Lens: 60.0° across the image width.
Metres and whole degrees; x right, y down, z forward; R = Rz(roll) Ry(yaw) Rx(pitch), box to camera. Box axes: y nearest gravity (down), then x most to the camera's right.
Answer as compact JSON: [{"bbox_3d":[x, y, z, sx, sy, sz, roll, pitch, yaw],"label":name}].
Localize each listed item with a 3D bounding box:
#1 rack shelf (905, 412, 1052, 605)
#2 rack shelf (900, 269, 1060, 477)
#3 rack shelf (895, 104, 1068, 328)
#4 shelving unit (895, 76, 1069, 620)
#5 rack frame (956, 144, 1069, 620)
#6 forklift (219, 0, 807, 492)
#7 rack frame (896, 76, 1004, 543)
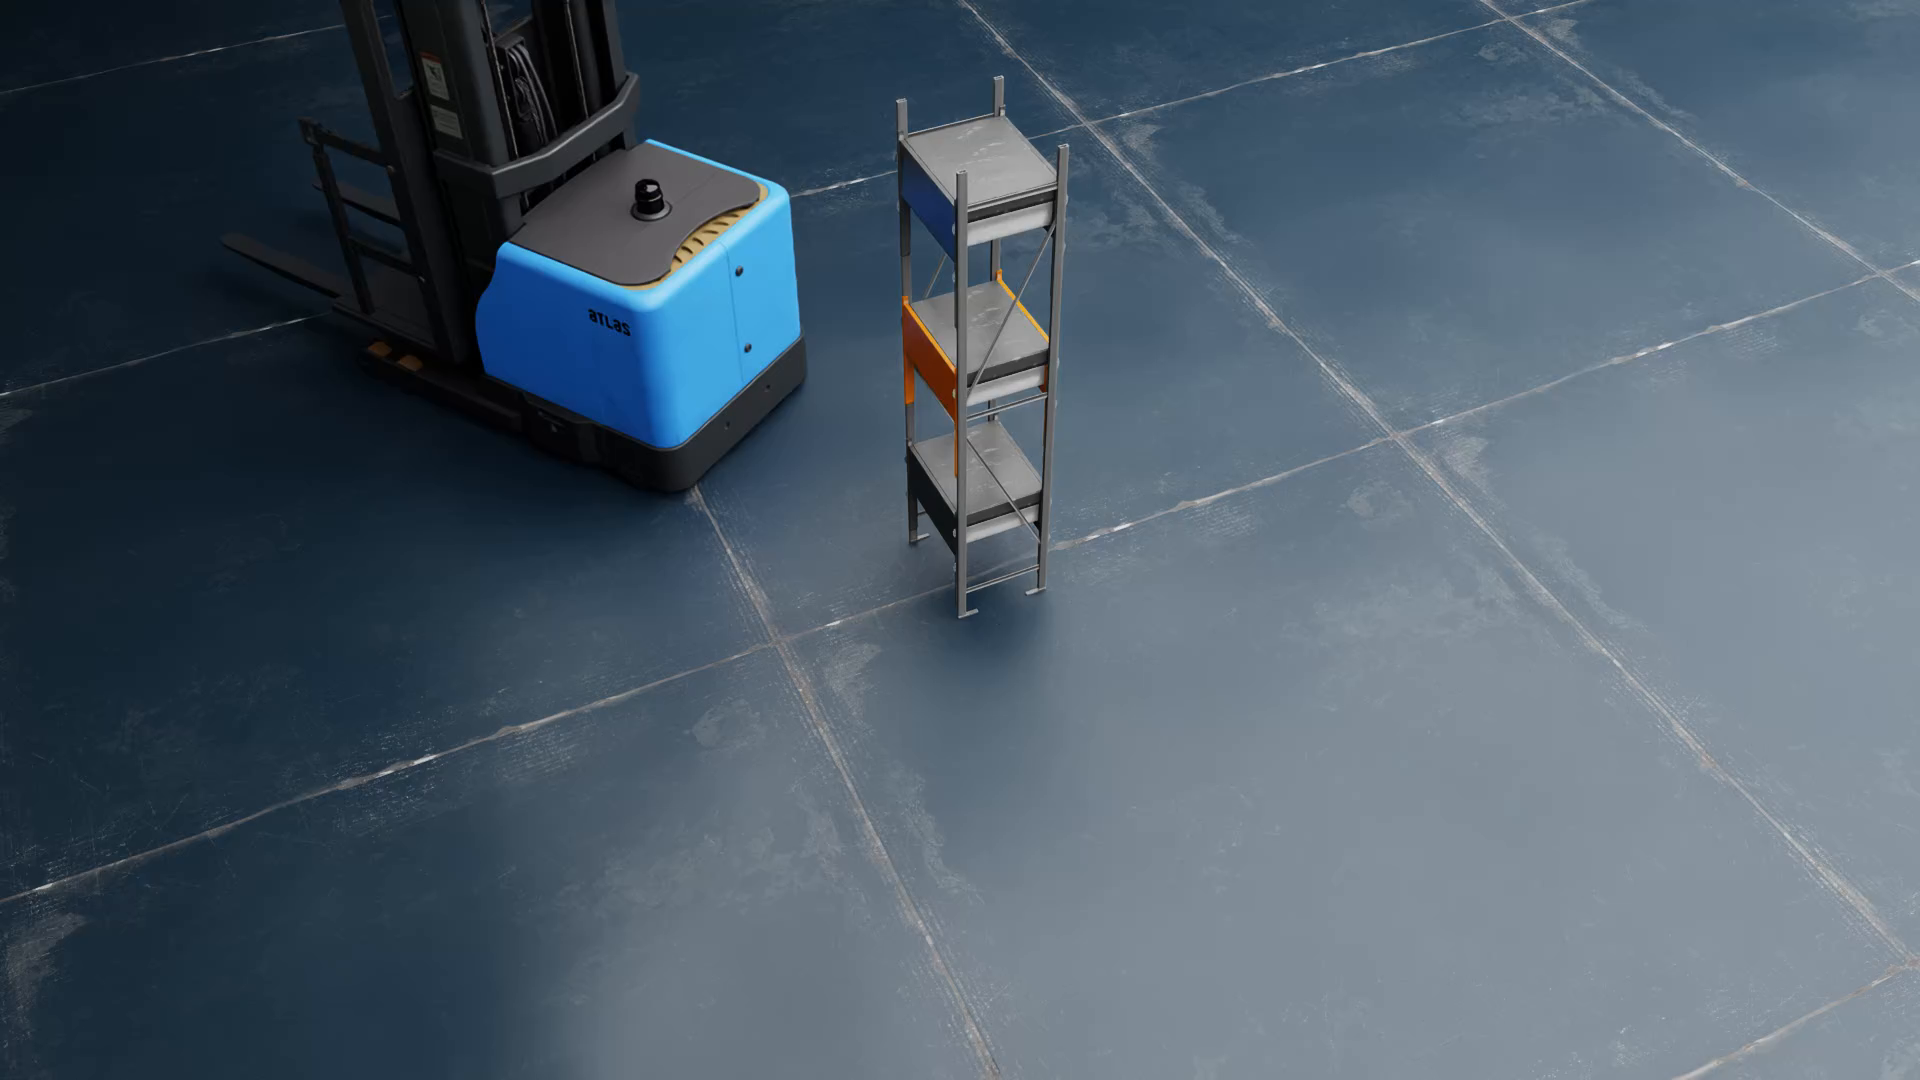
[{"bbox_3d":[0.070,-0.134,6.776,0.431,0.518,0.480,-18,47,-17],"label":"rack shelf"},{"bbox_3d":[0.070,-0.632,6.284,0.431,0.518,0.480,-18,47,-17],"label":"rack shelf"},{"bbox_3d":[0.070,-1.130,5.792,0.431,0.518,0.480,-18,47,-17],"label":"rack shelf"},{"bbox_3d":[0.070,-0.642,6.274,0.431,2.100,0.503,-18,47,-17],"label":"shelving unit"},{"bbox_3d":[0.172,-0.486,6.117,0.400,2.100,0.015,-18,47,-17],"label":"rack frame"},{"bbox_3d":[-2.245,-2.040,7.099,3.031,2.935,1.130,23,49,22],"label":"forklift"},{"bbox_3d":[-0.033,-0.797,6.432,0.400,2.100,0.015,-18,47,-17],"label":"rack frame"}]
